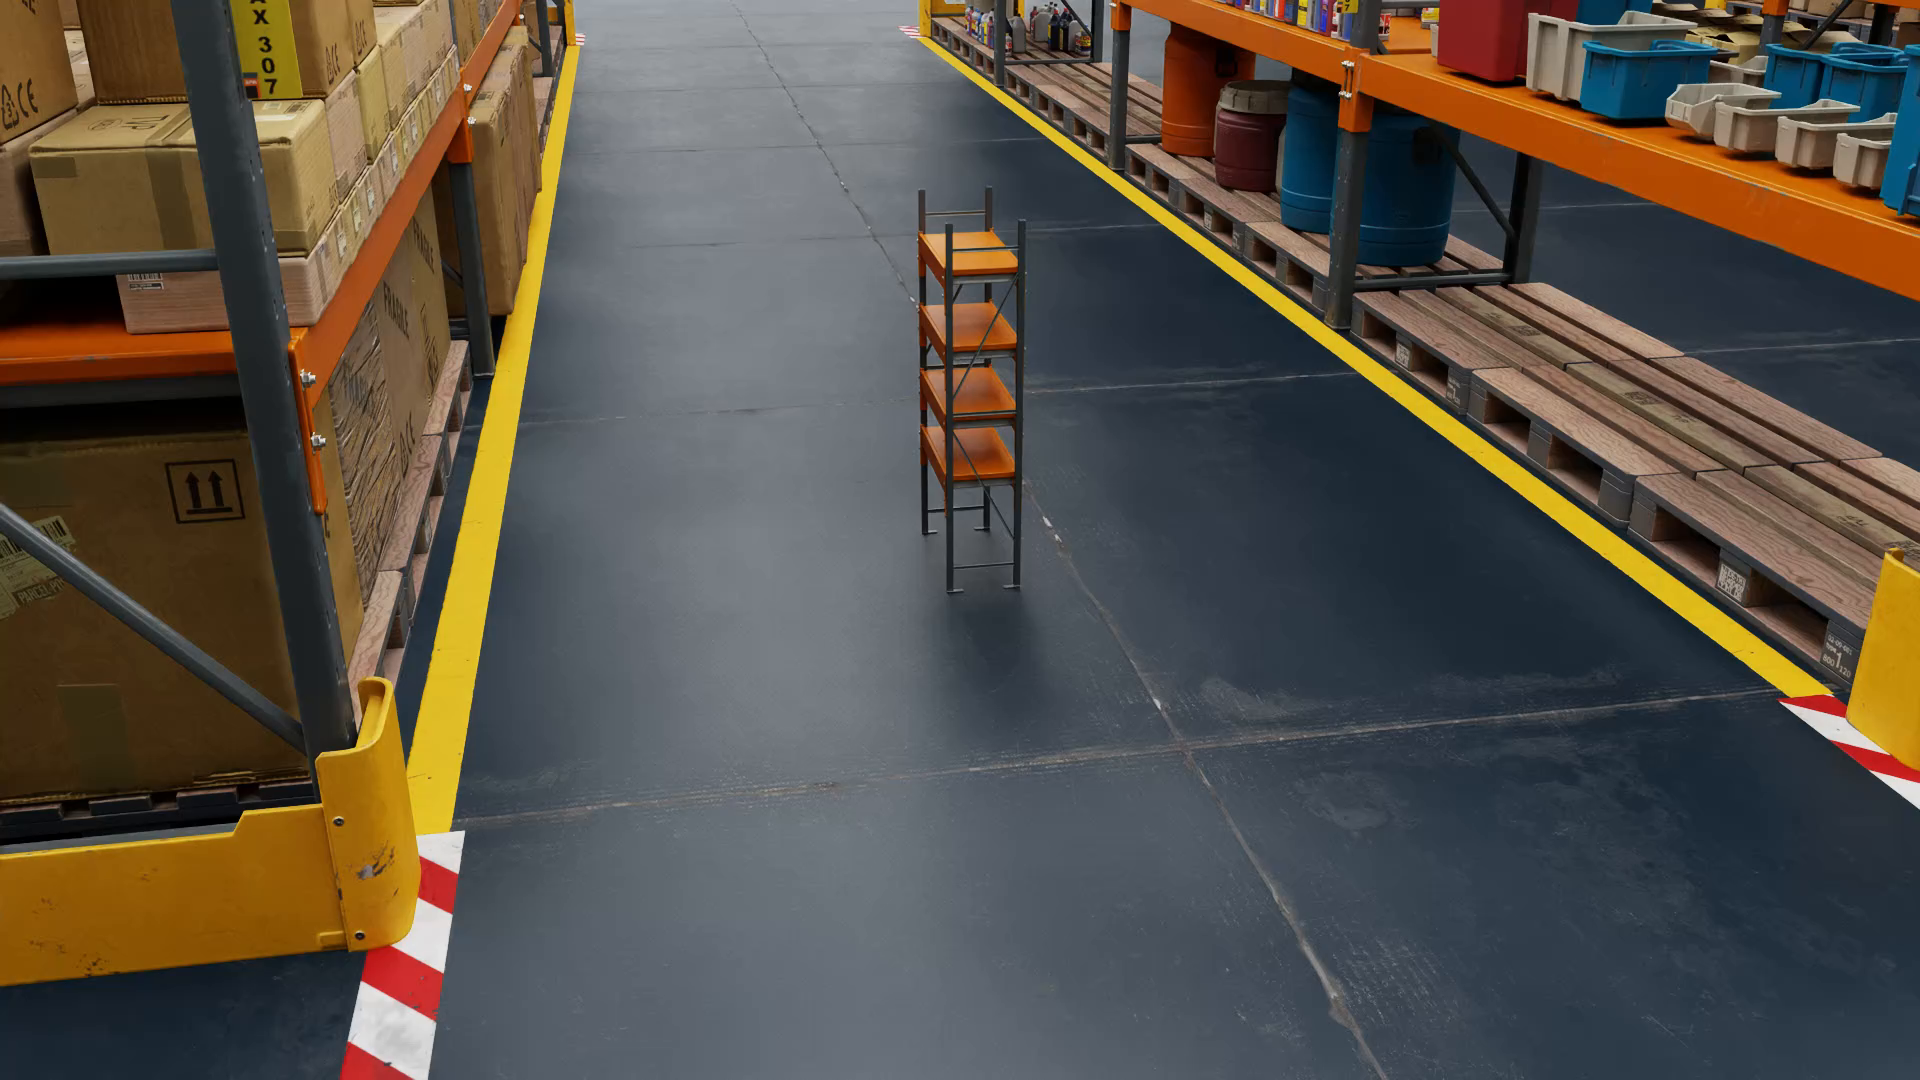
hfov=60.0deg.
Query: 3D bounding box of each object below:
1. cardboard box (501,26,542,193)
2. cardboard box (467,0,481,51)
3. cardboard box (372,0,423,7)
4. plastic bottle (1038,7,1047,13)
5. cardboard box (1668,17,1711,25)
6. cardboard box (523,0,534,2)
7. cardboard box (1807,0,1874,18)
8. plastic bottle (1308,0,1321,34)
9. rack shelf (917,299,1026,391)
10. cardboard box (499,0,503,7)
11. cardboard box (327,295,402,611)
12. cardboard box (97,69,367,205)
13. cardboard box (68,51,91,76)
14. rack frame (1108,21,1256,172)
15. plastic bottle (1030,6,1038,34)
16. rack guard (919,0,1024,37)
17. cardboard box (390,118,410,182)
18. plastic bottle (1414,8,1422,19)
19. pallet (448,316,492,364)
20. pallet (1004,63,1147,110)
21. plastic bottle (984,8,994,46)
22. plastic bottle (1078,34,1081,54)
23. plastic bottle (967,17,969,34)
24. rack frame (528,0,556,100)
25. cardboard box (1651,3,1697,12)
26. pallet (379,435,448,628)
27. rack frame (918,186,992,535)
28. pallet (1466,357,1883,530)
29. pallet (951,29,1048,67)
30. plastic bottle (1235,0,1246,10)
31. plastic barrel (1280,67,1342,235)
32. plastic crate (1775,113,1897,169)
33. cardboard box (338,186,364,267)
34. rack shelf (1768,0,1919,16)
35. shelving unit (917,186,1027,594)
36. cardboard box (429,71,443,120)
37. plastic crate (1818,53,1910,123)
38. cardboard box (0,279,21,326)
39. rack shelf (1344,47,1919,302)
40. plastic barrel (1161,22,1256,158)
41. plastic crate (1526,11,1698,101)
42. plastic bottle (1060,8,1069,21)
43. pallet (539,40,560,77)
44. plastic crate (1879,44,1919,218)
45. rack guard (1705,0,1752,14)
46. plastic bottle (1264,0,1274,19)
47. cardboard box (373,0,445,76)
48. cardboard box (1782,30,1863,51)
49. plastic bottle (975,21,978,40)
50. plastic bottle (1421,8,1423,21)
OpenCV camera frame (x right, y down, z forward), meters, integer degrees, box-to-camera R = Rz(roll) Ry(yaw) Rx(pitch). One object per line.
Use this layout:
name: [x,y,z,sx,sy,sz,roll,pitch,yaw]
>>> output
cardboard box: [-3.208,-2.601,10.087,1.225,0.875,0.875,-5,24,-12]
cardboard box: [-2.509,-2.525,7.658,0.500,0.500,0.500,-4,24,-10]
cardboard box: [-2.140,-2.135,5.769,0.500,0.500,0.500,-4,24,-9]
plastic bottle: [0.863,-5.331,17.061,0.152,0.276,0.135,-4,24,-9]
cardboard box: [5.889,-4.167,13.753,0.500,0.311,0.500,-4,24,-10]
cardboard box: [-4.455,-5.122,16.328,0.500,0.500,0.500,-2,24,-5]
cardboard box: [10.040,-6.162,18.685,0.700,0.500,0.500,-6,24,-13]
plastic bottle: [1.834,-2.666,8.262,0.152,0.276,0.135,-4,24,-10]
rack shelf: [0.031,-0.628,5.298,0.258,0.148,0.480,-4,24,-10]
cardboard box: [-2.894,-3.329,9.499,0.500,0.500,0.500,-5,24,-10]
cardboard box: [-2.201,-0.331,4.890,0.875,0.875,0.875,-4,24,-10]
cardboard box: [-1.762,-0.989,4.082,0.500,0.250,0.500,-5,24,-10]
cardboard box: [-2.374,-1.147,4.444,0.500,0.250,0.500,-5,24,-12]
rack frame: [1.552,-4.022,11.211,1.000,3.000,0.127,-4,24,-10]
plastic bottle: [0.758,-5.326,17.041,0.061,0.283,0.133,-4,24,-10]
rack guard: [0.133,-5.996,18.855,1.175,0.500,0.348,-4,24,-10]
cardboard box: [-1.863,-1.162,4.977,0.380,0.149,0.250,-5,24,-11]
plastic bottle: [2.479,-2.920,8.834,0.061,0.283,0.133,-4,24,-10]
pallet: [-2.793,-1.102,8.009,1.003,0.211,1.213,-4,24,-10]
pallet: [0.996,-4.011,14.670,1.003,0.211,1.213,-4,24,-10]
plastic bottle: [0.315,-5.017,16.250,0.144,0.351,0.185,-4,24,-10]
plastic bottle: [1.165,-4.712,15.738,0.097,0.201,0.097,0,24,0]
plastic bottle: [0.121,-5.311,17.108,0.097,0.201,0.097,0,24,0]
rack frame: [-4.055,-5.228,13.974,1.000,3.000,0.127,-4,24,-10]
cardboard box: [6.230,-4.611,14.769,0.500,0.311,0.500,-4,24,-10]
pallet: [-2.283,-0.018,5.528,1.003,0.211,1.213,-4,24,-10]
rack frame: [-0.015,-0.581,5.581,0.240,1.200,0.015,-4,24,-10]
pallet: [2.695,-0.403,6.410,1.003,0.211,1.213,-4,24,-10]
pallet: [0.500,-5.065,17.084,1.003,0.211,1.213,-4,24,-10]
plastic bottle: [1.585,-3.100,9.245,0.061,0.283,0.133,-4,24,-10]
plastic barrel: [2.077,-2.173,9.075,0.600,0.901,0.708,-4,24,-10]
plastic crate: [2.663,-1.204,5.014,0.396,0.136,0.243,-4,24,-10]
cardboard box: [-1.674,-0.759,4.054,0.380,0.149,0.250,-5,24,-11]
rack shelf: [6.790,-3.270,10.389,1.077,0.370,4.000,-4,24,-10]
shelving unit: [0.031,-0.485,5.361,0.258,1.200,0.503,-4,24,-10]
cardboard box: [-2.055,-1.568,5.905,0.380,0.149,0.250,-4,24,-9]
plastic crate: [3.066,-1.465,5.491,0.416,0.233,0.300,-4,24,-10]
cardboard box: [-2.226,-0.509,3.482,0.380,0.149,0.250,-4,24,-9]
rack shelf: [2.661,-1.332,5.951,1.077,0.370,4.000,-4,24,-10]
plastic barrel: [1.659,-3.028,11.123,0.600,0.830,0.708,-4,24,-10]
plastic crate: [2.393,-1.807,6.213,0.437,0.282,0.530,-4,24,-10]
plastic bottle: [1.036,-5.005,16.222,0.144,0.351,0.185,-5,24,-12]
pallet: [-4.443,-4.693,16.232,1.003,0.211,1.213,-4,24,-10]
plastic crate: [2.786,-1.037,4.256,0.616,0.435,0.499,-4,24,-10]
rack guard: [9.823,-6.726,20.526,1.175,0.500,0.348,-4,24,-10]
plastic bottle: [1.715,-2.918,8.837,0.152,0.276,0.135,-4,24,-10]
cardboard box: [-2.138,-1.792,5.920,0.500,0.250,0.500,-4,24,-8]
cardboard box: [6.612,-3.804,12.922,0.500,0.311,0.500,-4,24,-8]
plastic bottle: [0.202,-5.138,16.714,0.097,0.201,0.097,0,24,0]
plastic bottle: [2.482,-2.836,8.743,0.097,0.201,0.097,0,24,0]
